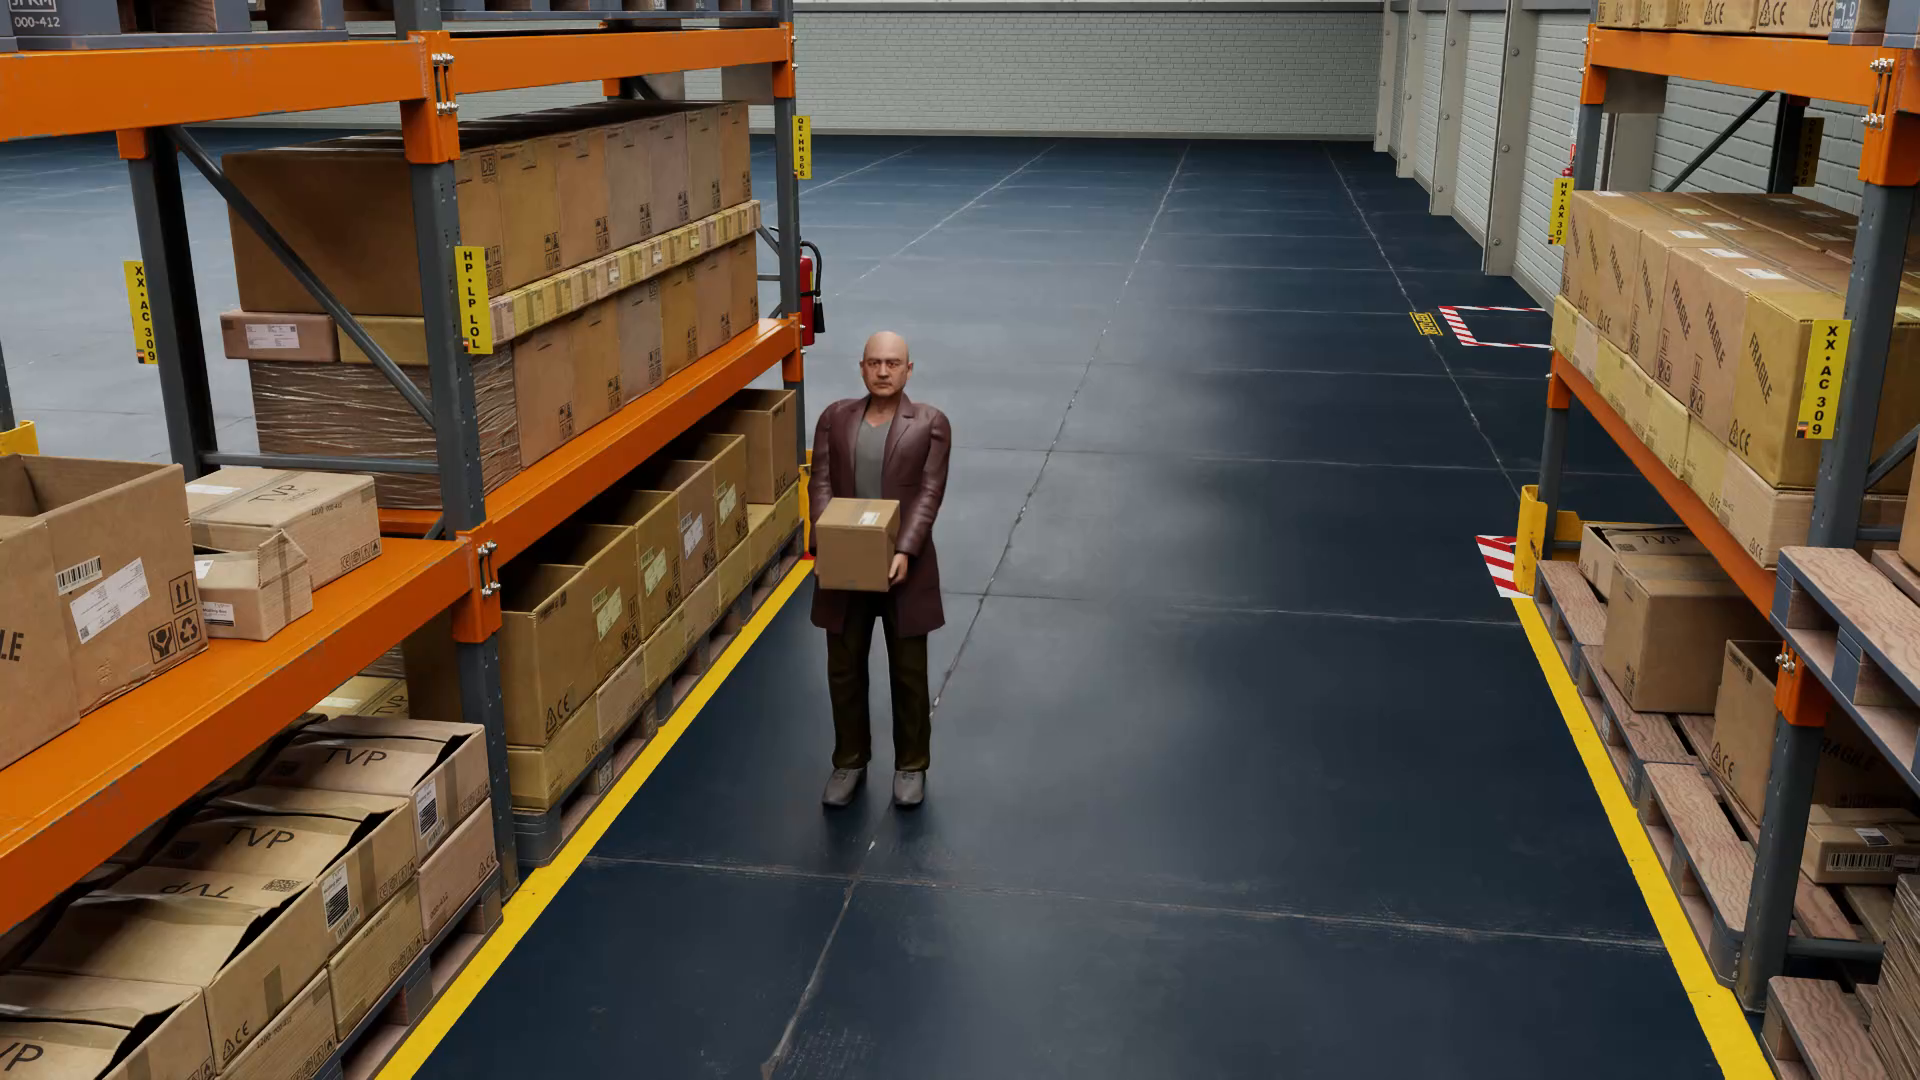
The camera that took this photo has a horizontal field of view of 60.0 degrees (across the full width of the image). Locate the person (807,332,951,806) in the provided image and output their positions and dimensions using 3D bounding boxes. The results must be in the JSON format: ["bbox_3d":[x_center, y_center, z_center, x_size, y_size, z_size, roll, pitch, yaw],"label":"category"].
[{"bbox_3d":[-0.316,0.138,6.150,0.527,1.769,0.562,3,18,9],"label":"person"}]
